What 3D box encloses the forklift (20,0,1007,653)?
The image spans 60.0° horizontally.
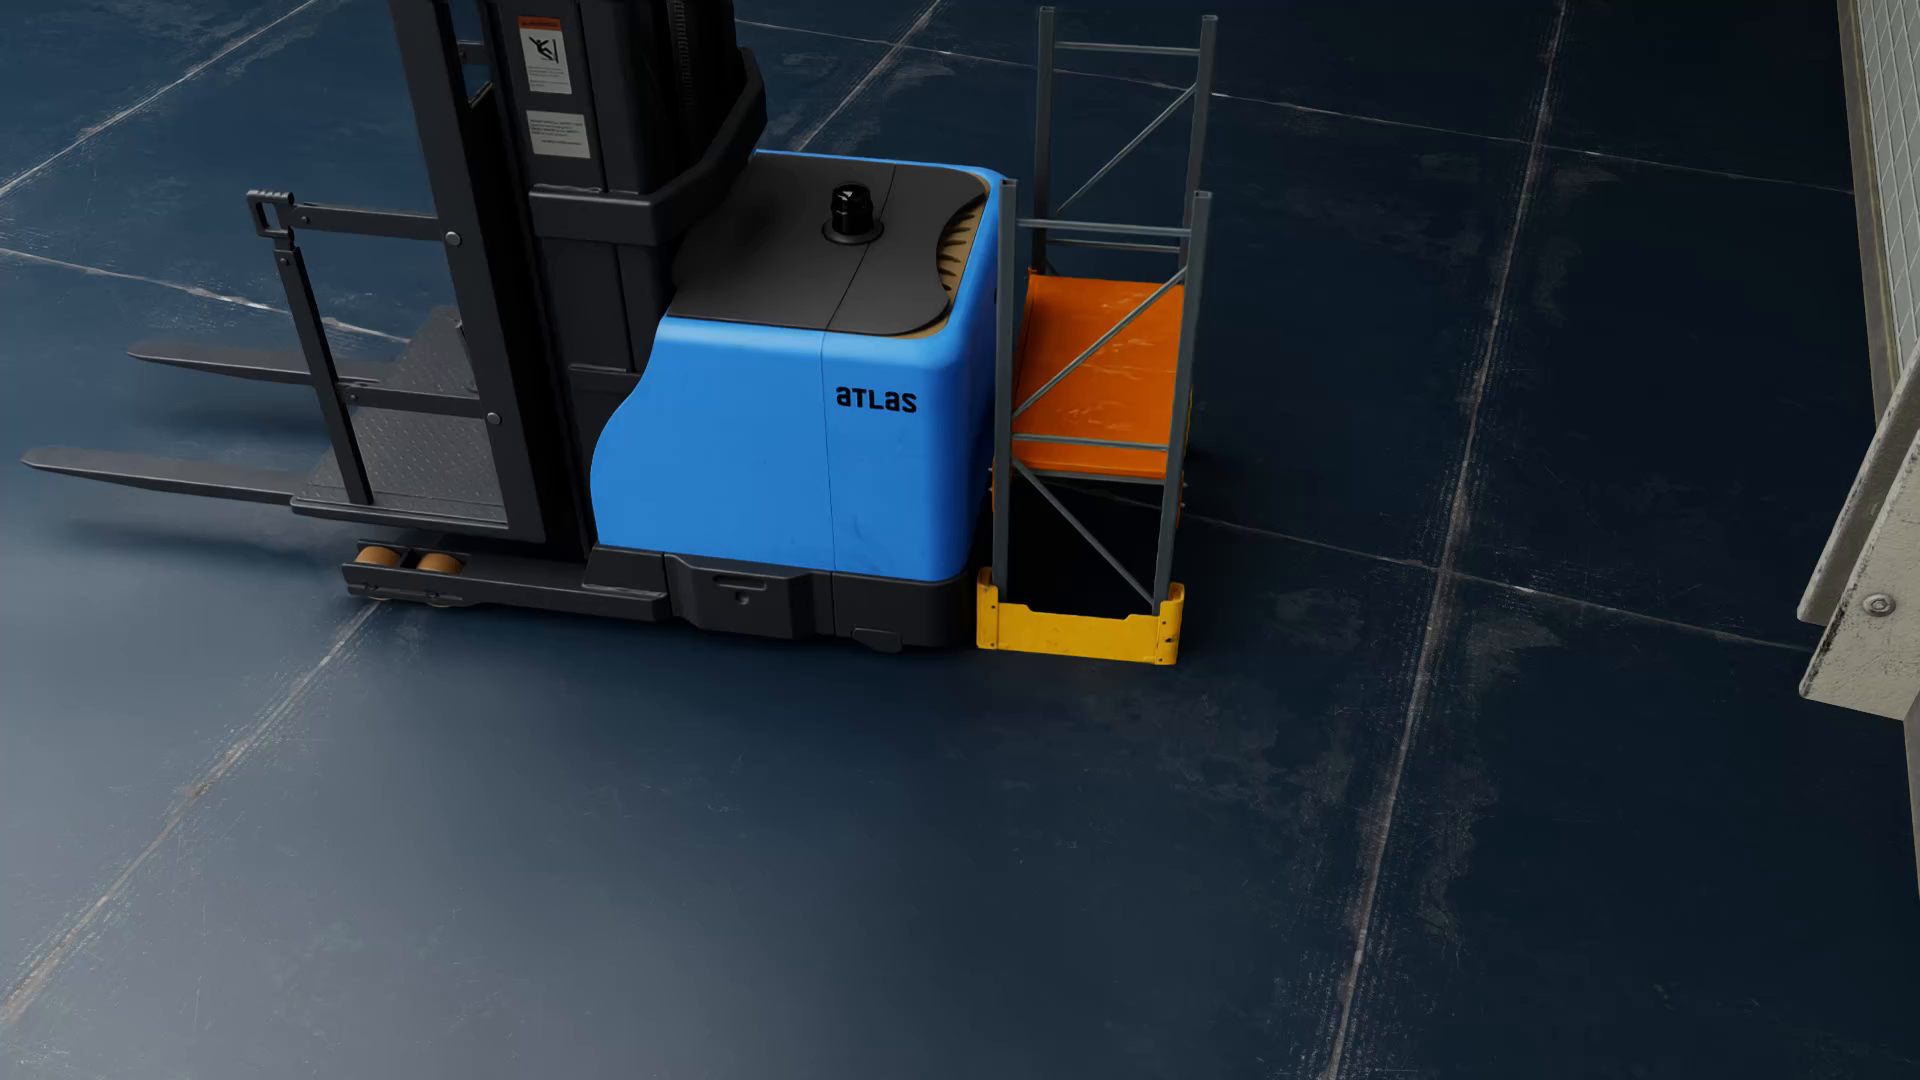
[{"bbox_3d":[-1.392,-1.242,4.447,3.031,2.935,1.130,6,41,7],"label":"forklift"}]

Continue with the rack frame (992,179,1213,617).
[{"bbox_3d":[0.342,-0.255,4.394,0.500,1.500,0.032,5,41,6],"label":"rack frame"}]

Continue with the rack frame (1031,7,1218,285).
[{"bbox_3d":[0.473,-0.910,5.161,0.500,1.500,0.032,5,41,6],"label":"rack frame"}]

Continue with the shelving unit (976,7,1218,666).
[{"bbox_3d":[0.406,-0.577,4.770,0.587,1.500,1.083,5,41,6],"label":"shelving unit"}]

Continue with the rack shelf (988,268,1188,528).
[{"bbox_3d":[0.407,-0.446,4.894,0.538,0.185,1.000,5,41,6],"label":"rack shelf"}]

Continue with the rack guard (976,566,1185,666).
[{"bbox_3d":[0.342,0.219,4.800,0.587,0.250,0.087,5,41,6],"label":"rack guard"}]

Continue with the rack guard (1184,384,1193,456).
[{"bbox_3d":[0.471,-0.422,5.552,0.587,0.250,0.087,5,41,6],"label":"rack guard"}]
